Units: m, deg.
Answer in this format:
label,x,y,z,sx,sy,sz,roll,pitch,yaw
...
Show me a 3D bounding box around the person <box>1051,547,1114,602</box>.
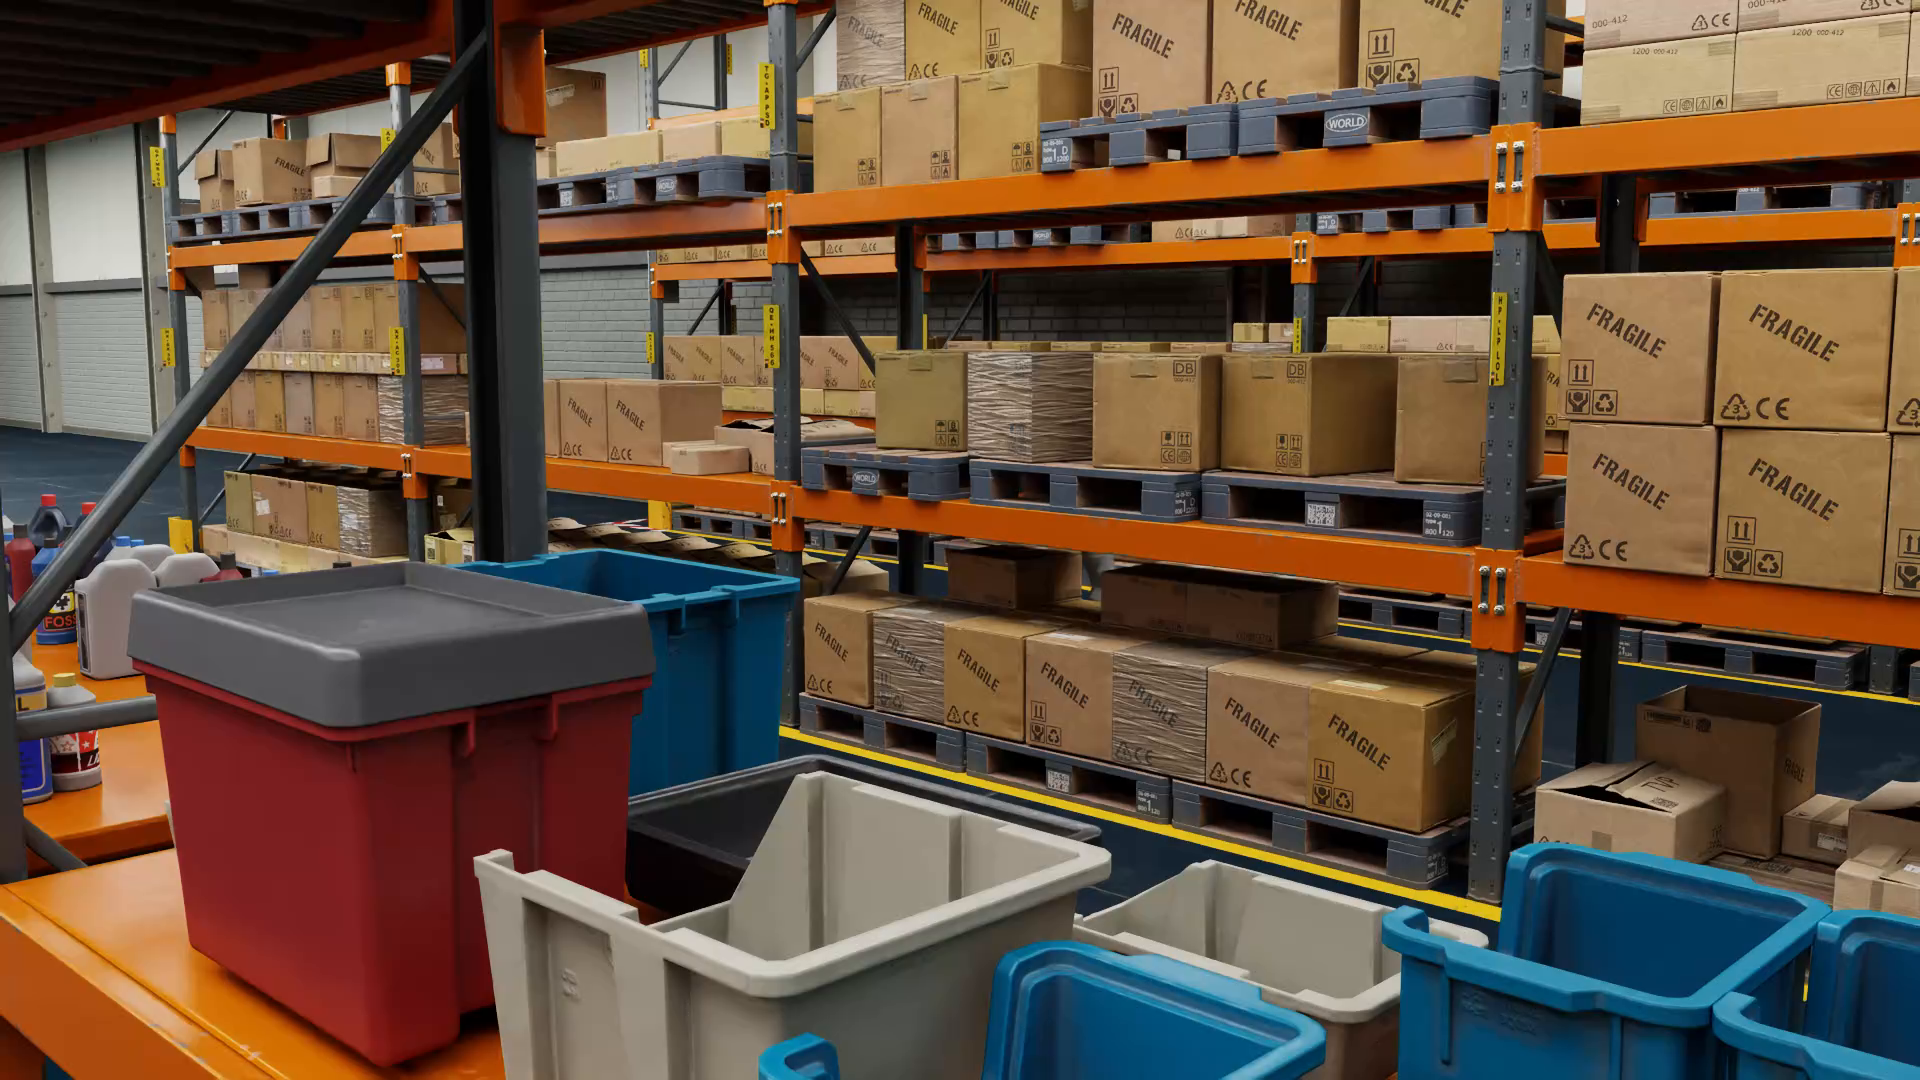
label,x,y,z,sx,sy,sz,roll,pitch,yaw
person,0.827,-0.058,10.775,0.452,1.660,0.560,7,10,42
